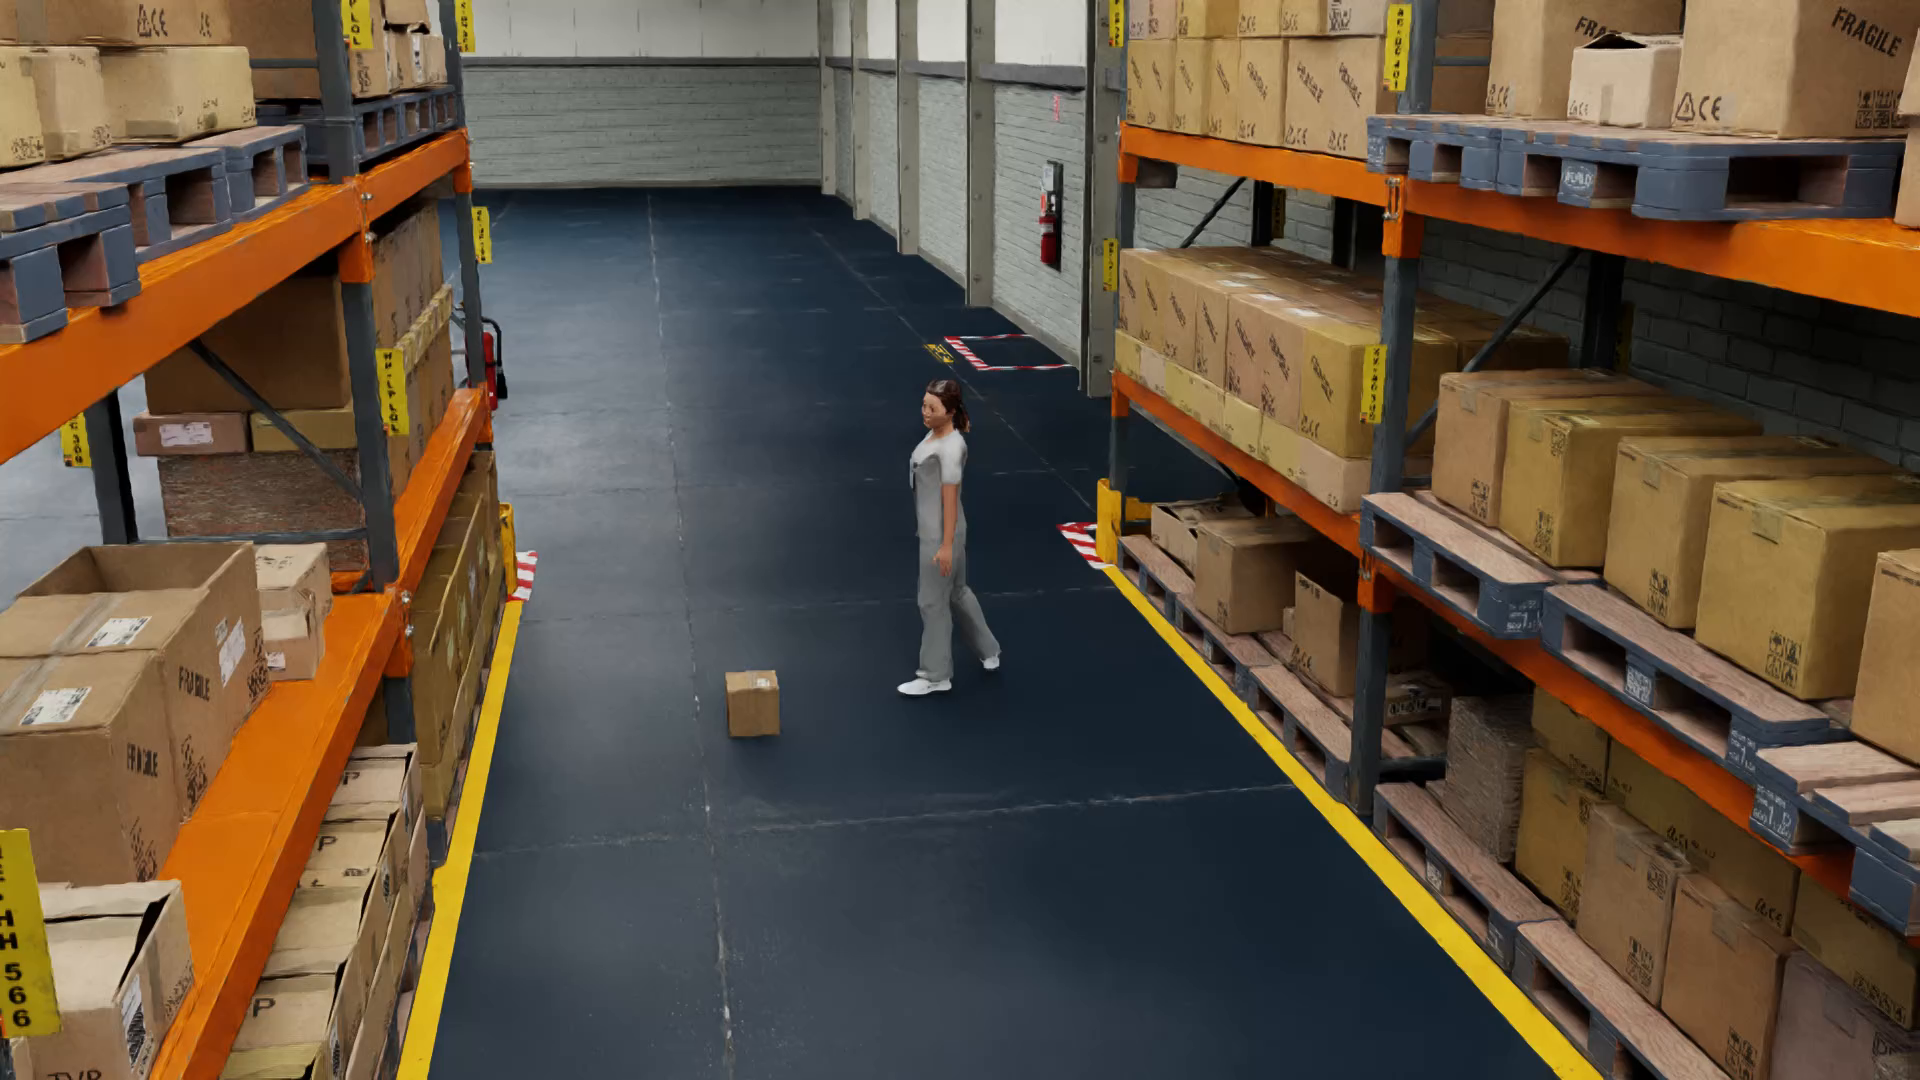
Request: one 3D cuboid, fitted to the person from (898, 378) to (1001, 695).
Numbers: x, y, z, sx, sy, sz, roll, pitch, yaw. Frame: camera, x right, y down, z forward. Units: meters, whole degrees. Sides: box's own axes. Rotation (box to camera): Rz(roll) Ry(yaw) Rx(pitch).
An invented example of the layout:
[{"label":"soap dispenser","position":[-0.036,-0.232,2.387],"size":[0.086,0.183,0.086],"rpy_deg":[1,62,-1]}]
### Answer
[{"label":"person","position":[-0.055,-0.033,8.664],"size":[0.570,1.667,0.646],"rpy_deg":[-1,16,-5]}]
